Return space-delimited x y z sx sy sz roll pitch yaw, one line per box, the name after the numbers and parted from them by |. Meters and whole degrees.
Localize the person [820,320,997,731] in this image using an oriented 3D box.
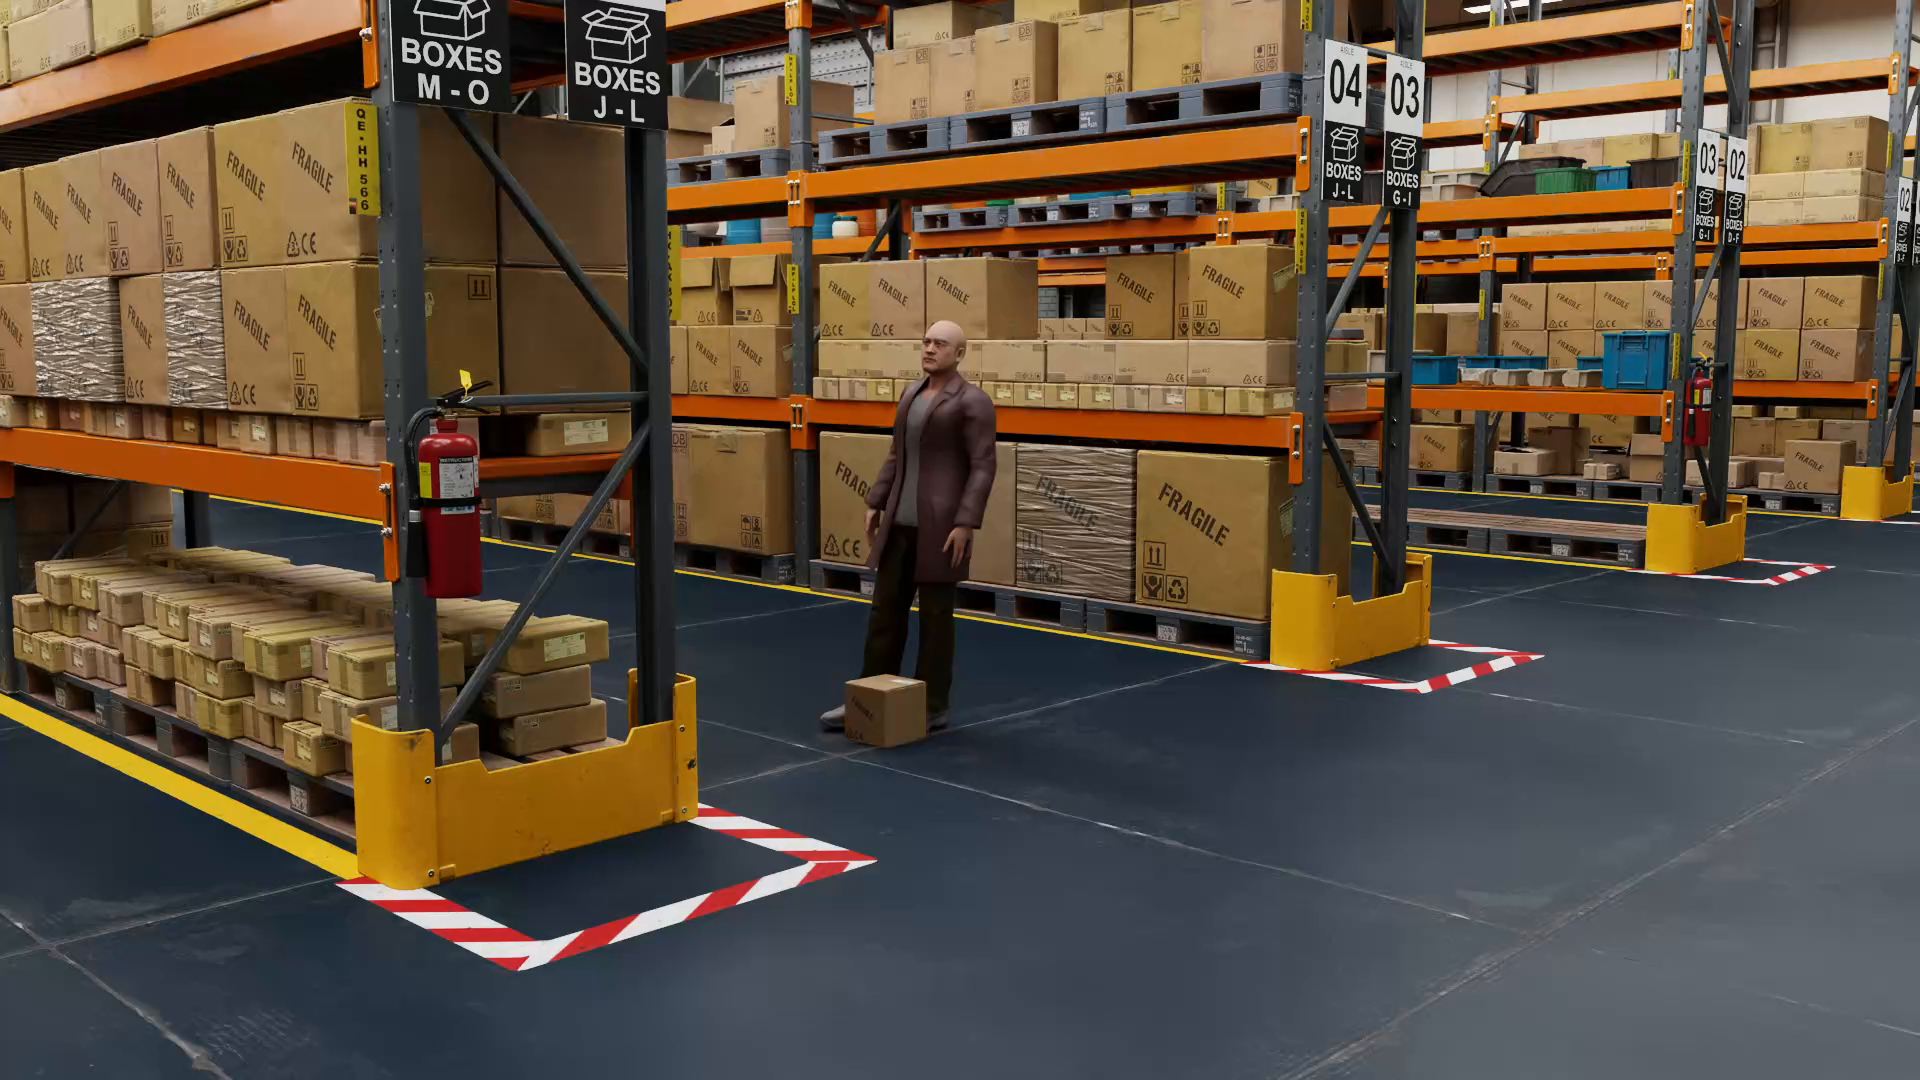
-0.207 -0.053 7.183 0.678 1.776 0.581 7 10 43 | person
